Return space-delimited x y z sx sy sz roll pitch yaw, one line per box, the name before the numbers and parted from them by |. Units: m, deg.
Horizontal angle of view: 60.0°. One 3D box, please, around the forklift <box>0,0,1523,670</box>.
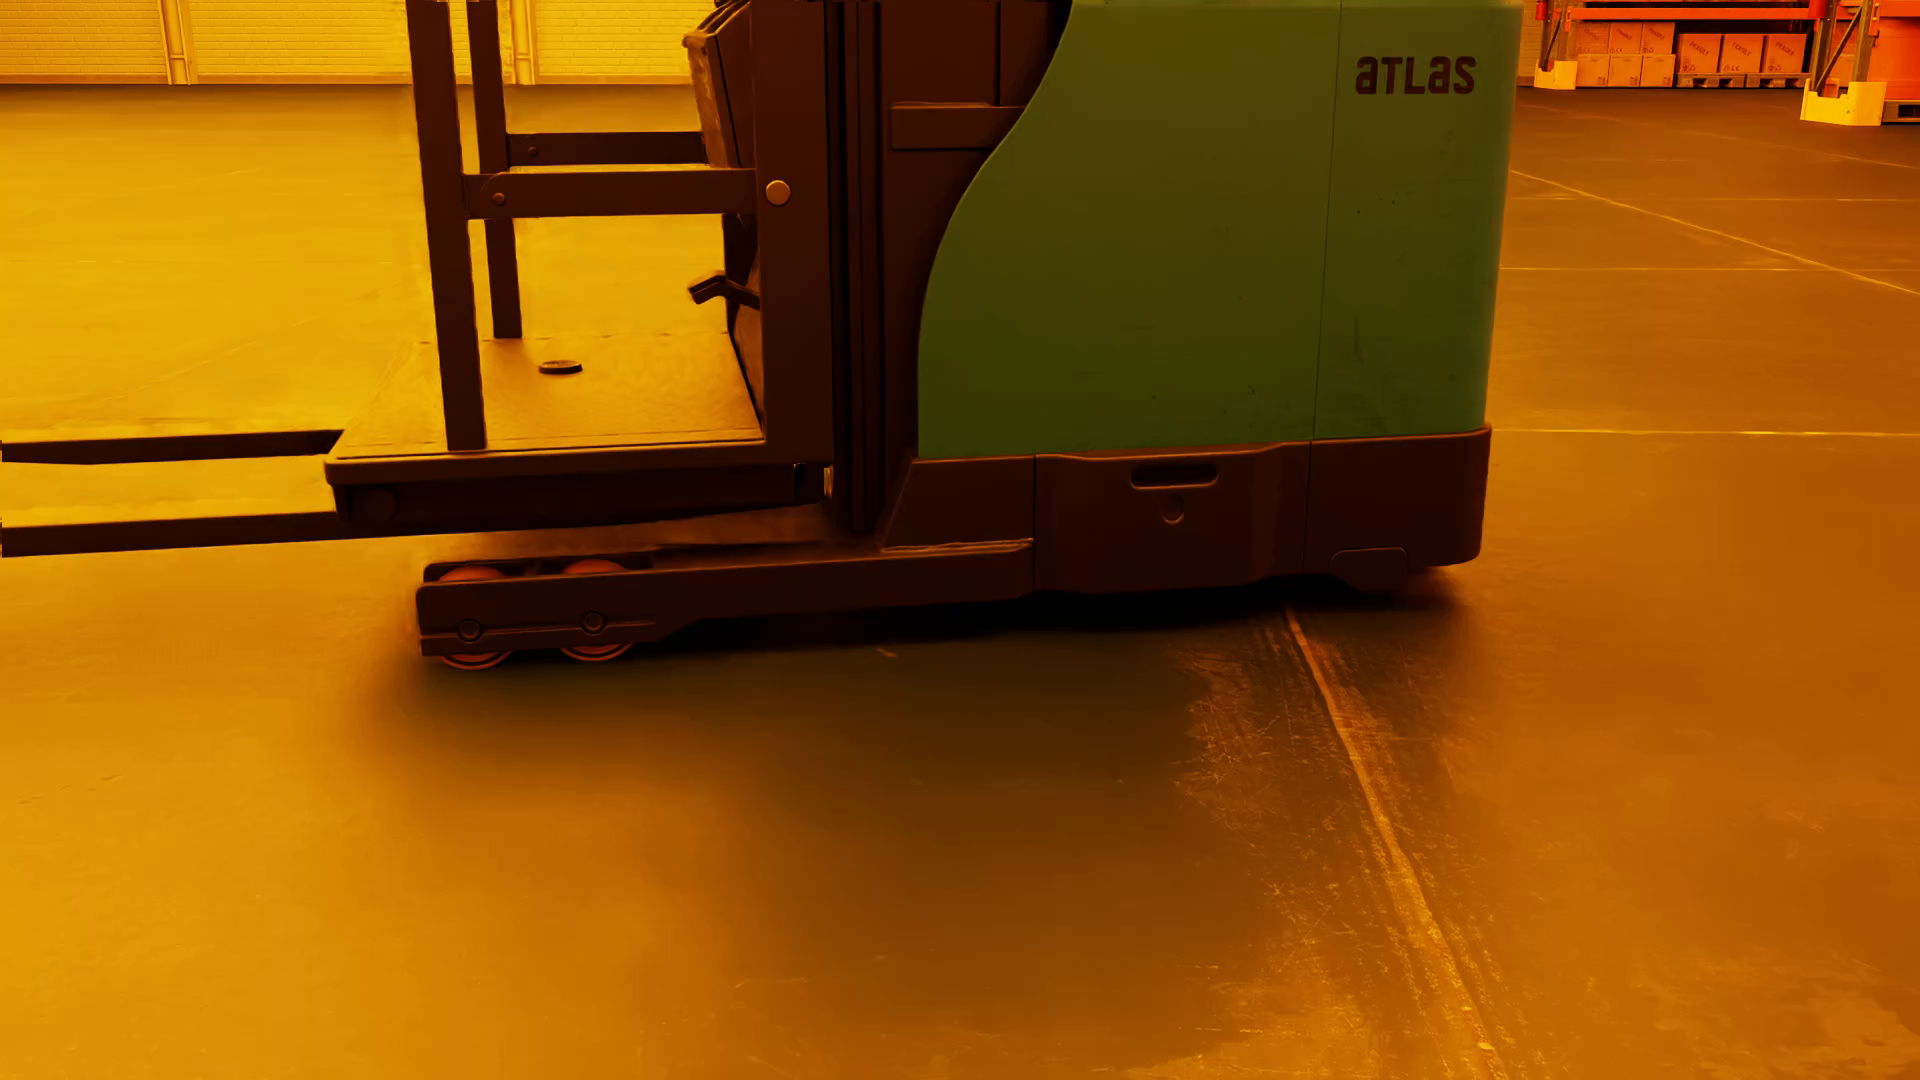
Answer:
forklift | -0.610 -1.359 2.806 3.031 2.935 1.130 -3 18 -10
